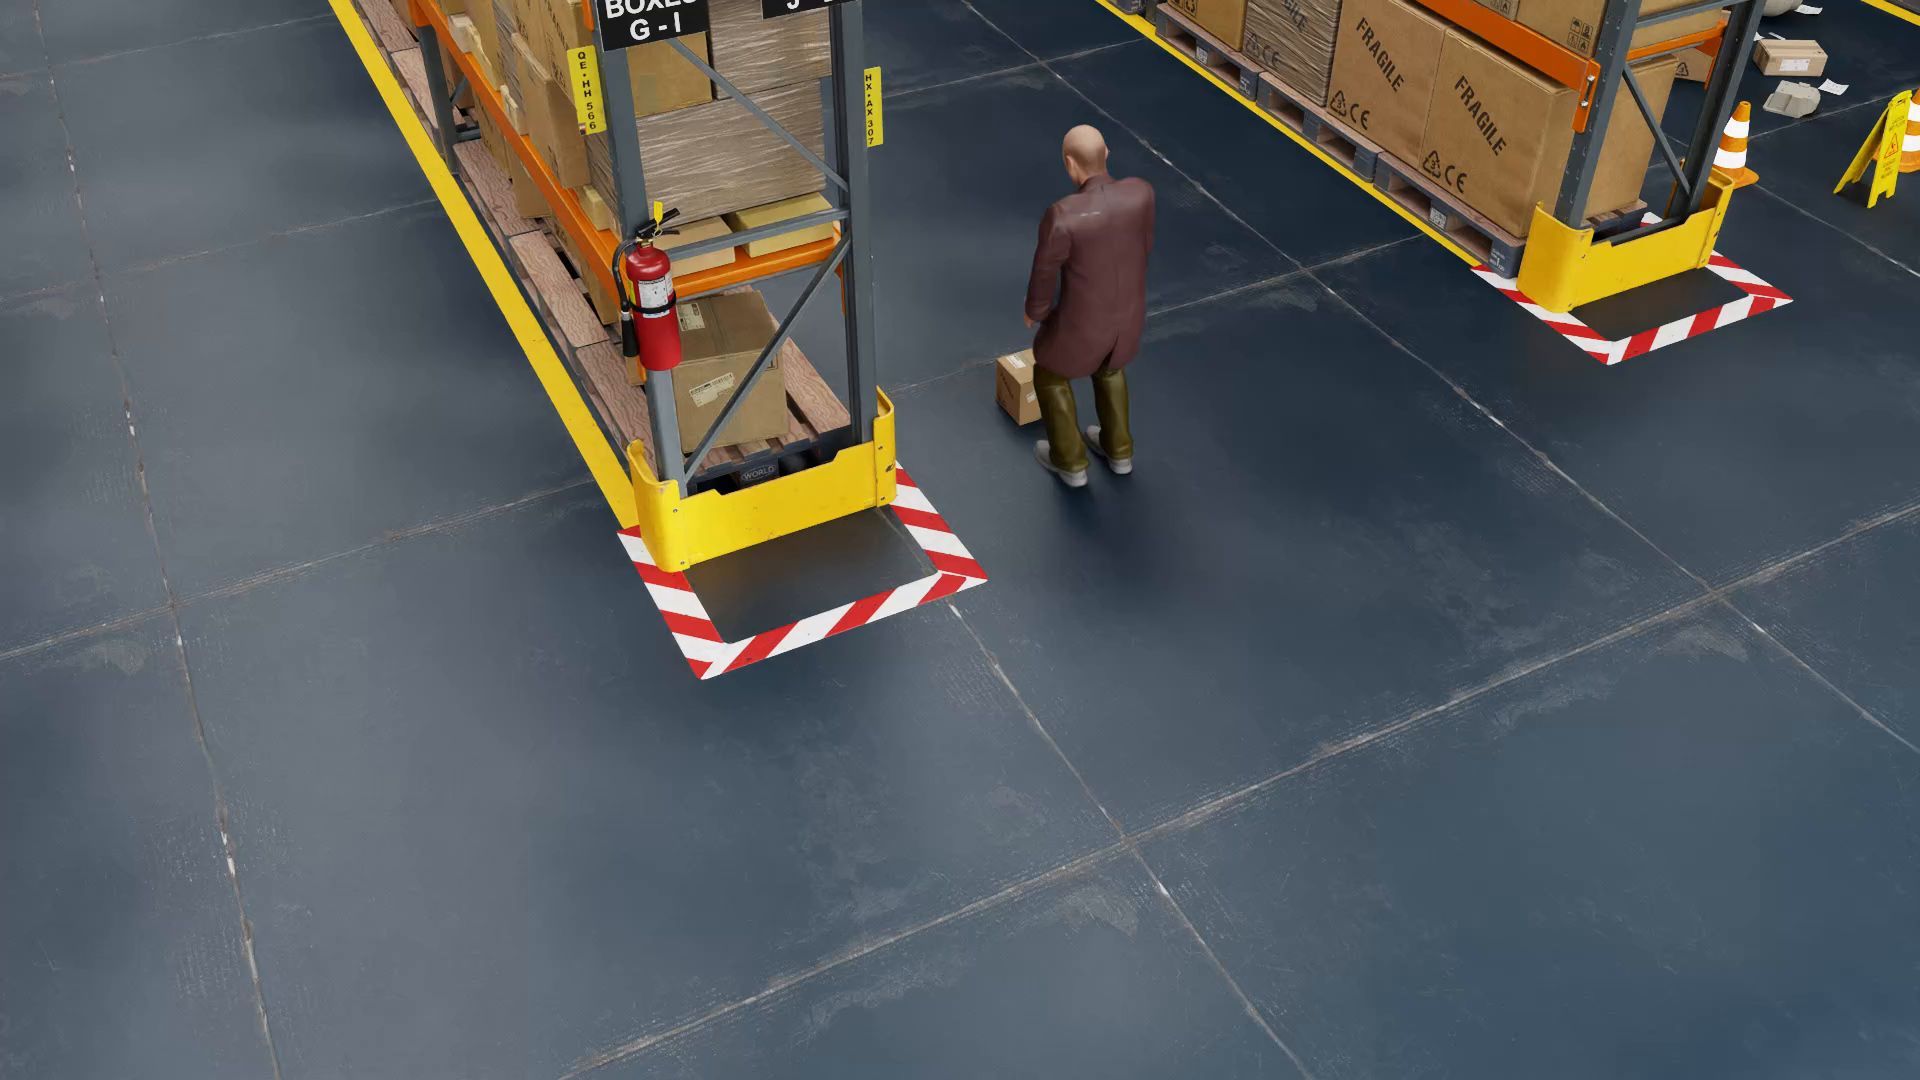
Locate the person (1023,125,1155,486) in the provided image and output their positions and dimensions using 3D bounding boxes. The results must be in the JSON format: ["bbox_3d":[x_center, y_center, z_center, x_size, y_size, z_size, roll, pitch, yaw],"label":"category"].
[{"bbox_3d":[0.568,-1.010,7.404,0.595,1.710,0.448,-18,44,-20],"label":"person"}]
